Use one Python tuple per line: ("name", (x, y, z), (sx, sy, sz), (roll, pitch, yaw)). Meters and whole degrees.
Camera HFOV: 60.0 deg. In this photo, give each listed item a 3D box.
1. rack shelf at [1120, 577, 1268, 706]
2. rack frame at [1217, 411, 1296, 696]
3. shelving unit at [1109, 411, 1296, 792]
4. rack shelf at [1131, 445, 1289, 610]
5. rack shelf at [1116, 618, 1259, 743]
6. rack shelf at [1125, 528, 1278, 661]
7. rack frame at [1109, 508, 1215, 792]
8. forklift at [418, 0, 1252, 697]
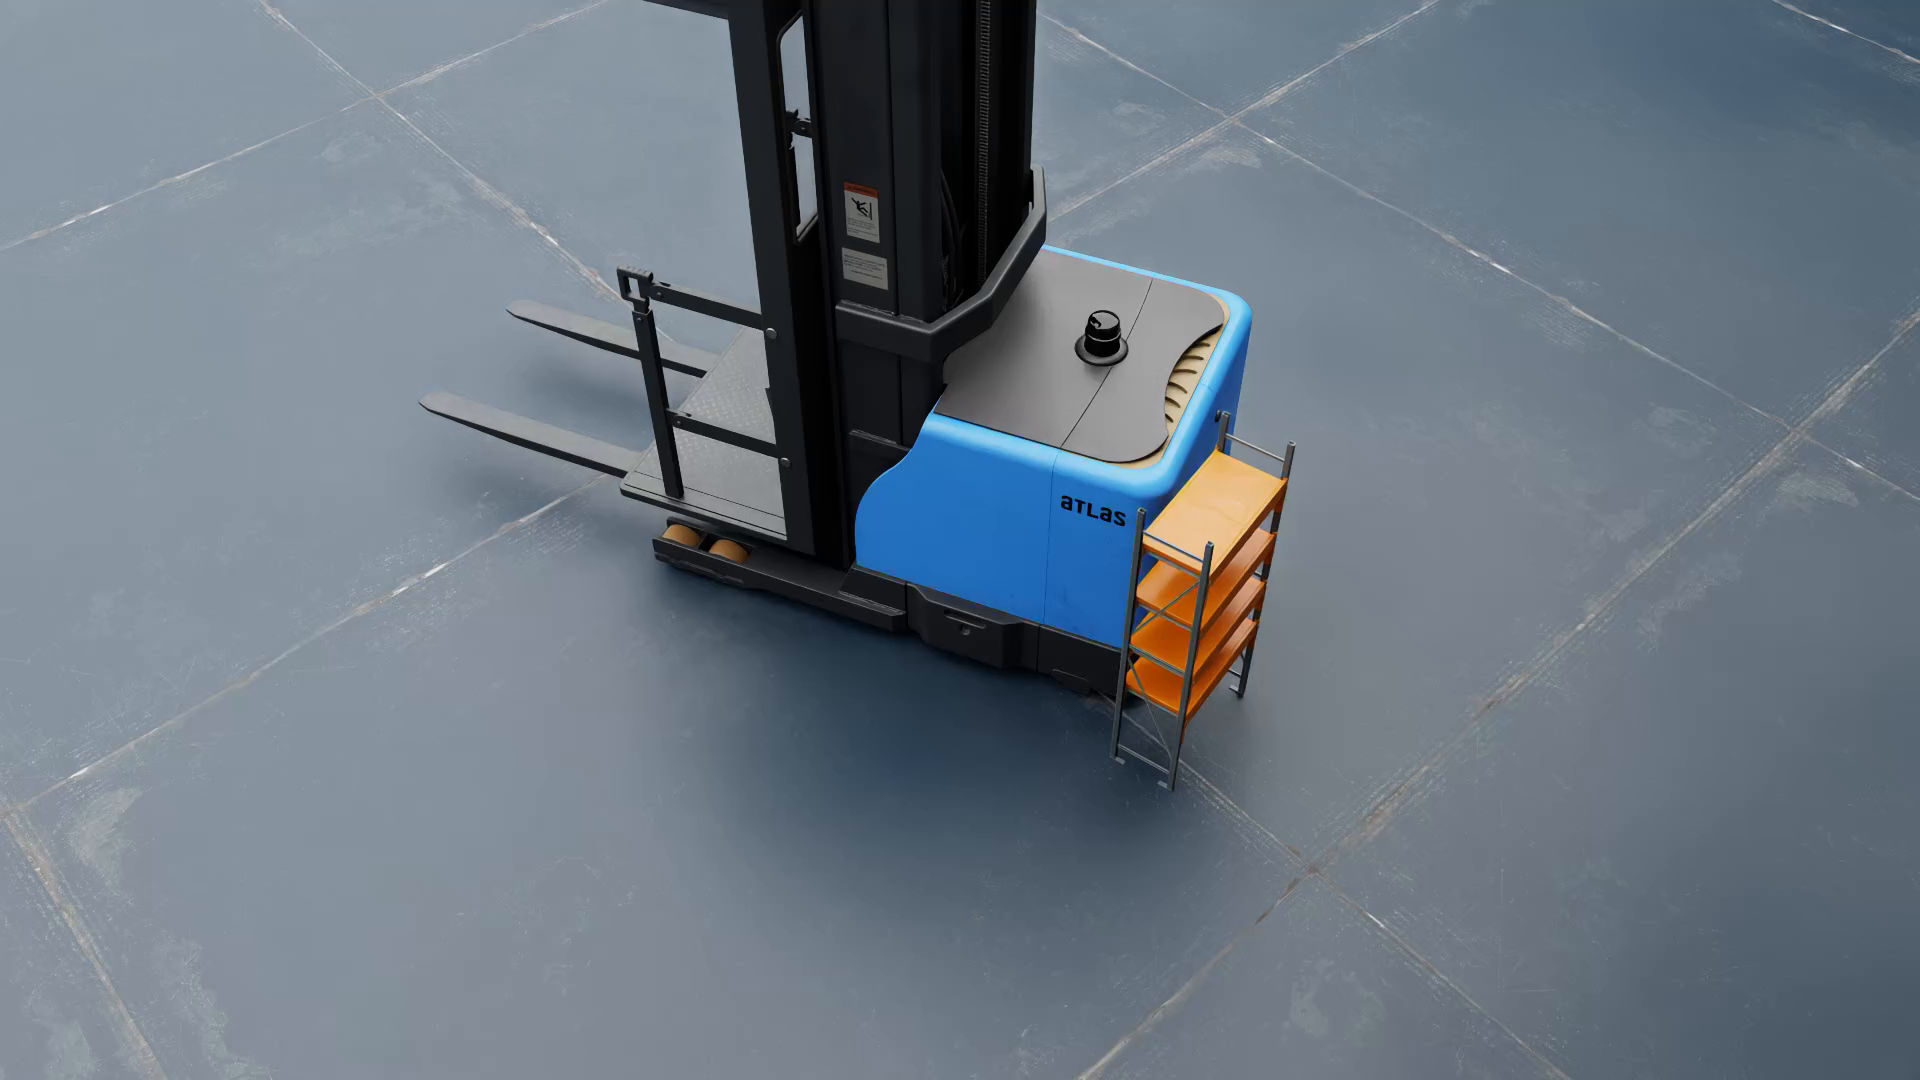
("rack shelf", (0.744, 0.269, 5.277), (0.258, 0.148, 0.480), (27, 53, 23))
("rack frame", (0.884, 0.076, 5.363), (0.240, 1.200, 0.015), (27, 53, 23))
("shelving unit", (0.744, 0.223, 5.228), (0.258, 1.200, 0.503), (27, 53, 23))
("rack shelf", (0.744, -0.044, 4.939), (0.258, 0.148, 0.480), (27, 53, 23))
("rack shelf", (0.744, 0.403, 5.423), (0.258, 0.148, 0.480), (27, 53, 23))
("rack shelf", (0.744, 0.117, 5.113), (0.258, 0.148, 0.480), (27, 53, 23))
("rack frame", (0.604, 0.370, 5.092), (0.240, 1.200, 0.015), (27, 53, 23))
("forklift", (-0.577, -1.172, 5.337), (3.031, 2.935, 1.130), (17, 50, 15))
